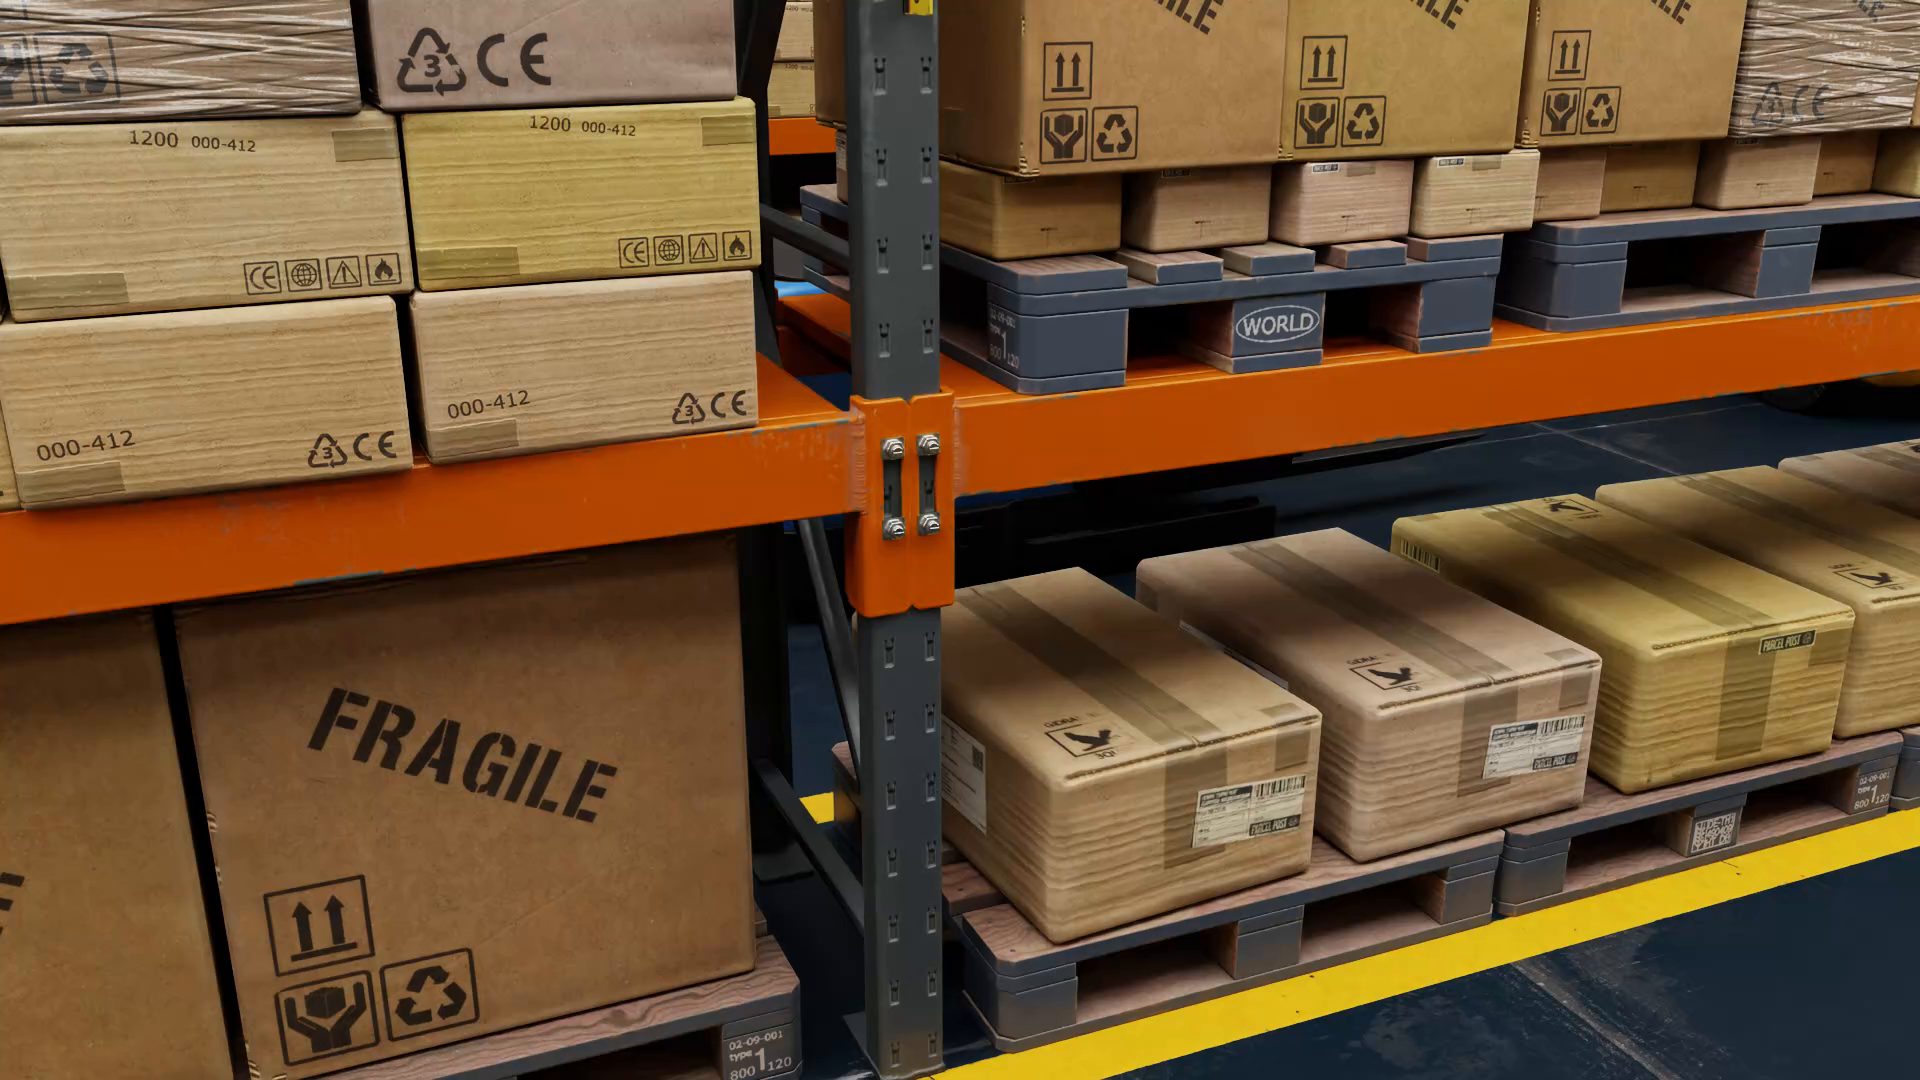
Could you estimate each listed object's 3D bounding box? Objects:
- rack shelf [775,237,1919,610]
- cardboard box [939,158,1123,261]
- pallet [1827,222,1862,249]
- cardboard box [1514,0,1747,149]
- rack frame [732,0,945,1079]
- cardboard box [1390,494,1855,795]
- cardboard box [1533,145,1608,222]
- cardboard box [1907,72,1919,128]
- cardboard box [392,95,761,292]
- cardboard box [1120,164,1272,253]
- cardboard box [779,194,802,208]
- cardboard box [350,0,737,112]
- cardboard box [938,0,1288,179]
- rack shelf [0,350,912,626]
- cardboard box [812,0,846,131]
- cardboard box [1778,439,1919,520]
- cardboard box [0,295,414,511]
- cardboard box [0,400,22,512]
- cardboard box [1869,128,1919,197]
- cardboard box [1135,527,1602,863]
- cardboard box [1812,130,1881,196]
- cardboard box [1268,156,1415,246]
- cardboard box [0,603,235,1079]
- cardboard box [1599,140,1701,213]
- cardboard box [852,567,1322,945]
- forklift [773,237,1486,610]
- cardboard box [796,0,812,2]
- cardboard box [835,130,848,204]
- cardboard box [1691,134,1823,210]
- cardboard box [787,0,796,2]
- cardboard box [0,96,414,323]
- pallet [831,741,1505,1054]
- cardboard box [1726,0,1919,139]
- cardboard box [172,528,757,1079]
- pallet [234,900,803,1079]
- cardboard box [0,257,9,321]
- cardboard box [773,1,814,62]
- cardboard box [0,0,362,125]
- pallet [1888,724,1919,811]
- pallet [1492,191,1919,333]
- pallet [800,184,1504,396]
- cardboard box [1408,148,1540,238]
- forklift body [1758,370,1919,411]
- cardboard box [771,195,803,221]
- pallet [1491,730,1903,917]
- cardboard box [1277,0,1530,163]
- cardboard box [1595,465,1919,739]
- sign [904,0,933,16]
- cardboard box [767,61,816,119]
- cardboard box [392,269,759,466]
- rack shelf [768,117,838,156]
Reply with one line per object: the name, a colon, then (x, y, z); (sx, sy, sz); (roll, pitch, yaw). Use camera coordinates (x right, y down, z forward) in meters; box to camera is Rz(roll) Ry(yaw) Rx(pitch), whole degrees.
rack shelf: (1.552, -0.473, 3.933); (4.000, 0.370, 1.077); (-8, 21, -22)
cardboard box: (0.088, -0.615, 2.999); (0.250, 0.149, 0.380); (-9, 22, -25)
pallet: (2.629, -0.929, 4.434); (1.213, 0.211, 1.003); (-8, 21, -22)
cardboard box: (1.181, -1.066, 3.304); (0.500, 0.500, 0.500); (-8, 21, -21)
rack frame: (-0.284, -0.550, 3.067); (0.127, 3.000, 1.000); (-8, 21, -22)
cardboard box: (1.611, 0.223, 4.197); (0.625, 0.372, 0.950); (-7, 21, -20)
cardboard box: (1.081, -0.750, 3.380); (0.250, 0.149, 0.380); (-7, 21, -19)
cardboard box: (2.124, -1.199, 3.680); (0.500, 0.500, 0.500); (-7, 21, -20)
cardboard box: (-0.628, -0.574, 2.608); (0.500, 0.250, 0.500); (-8, 21, -22)
cardboard box: (0.361, -0.642, 3.076); (0.250, 0.149, 0.380); (-10, 22, -25)
cardboard box: (-0.461, -1.396, 8.413); (0.625, 0.625, 0.875); (-9, 21, -24)
cardboard box: (-0.655, -0.921, 2.464); (0.500, 0.500, 0.500); (-9, 21, -23)
cardboard box: (0.221, -0.924, 2.899); (0.500, 0.500, 0.500); (-9, 21, -23)
rack shelf: (-2.121, 0.053, 2.439); (4.000, 0.370, 1.077); (-8, 21, -22)
cardboard box: (0.023, -1.080, 3.342); (0.500, 0.500, 0.500); (-9, 21, -23)
cardboard box: (2.908, 0.035, 4.730); (0.625, 0.372, 0.950); (-8, 21, -21)
cardboard box: (-1.109, -0.261, 2.473); (0.500, 0.250, 0.500); (-8, 21, -21)
cardboard box: (-1.577, -0.200, 2.299); (0.500, 0.250, 0.500); (-8, 21, -22)
cardboard box: (2.083, -0.874, 3.733); (0.250, 0.149, 0.380); (-8, 21, -22)
cardboard box: (0.913, 0.321, 3.919); (0.625, 0.372, 0.950); (-9, 21, -23)
cardboard box: (1.800, -0.870, 3.724); (0.250, 0.149, 0.380); (-9, 21, -24)
cardboard box: (0.630, -0.664, 3.138); (0.250, 0.149, 0.380); (-10, 22, -25)
cardboard box: (-1.772, 0.436, 2.834); (0.875, 0.875, 0.875); (-8, 21, -21)
cardboard box: (1.325, -0.799, 3.520); (0.250, 0.149, 0.380); (-7, 21, -20)
cardboard box: (0.238, 0.420, 3.636); (0.625, 0.372, 0.950); (-10, 22, -26)
forklift: (0.563, -1.473, 5.791); (3.031, 2.935, 1.130); (-9, 21, -24)
cardboard box: (-0.664, -2.541, 7.595); (0.250, 0.149, 0.380); (-8, 21, -21)
cardboard box: (-0.077, -0.744, 3.365); (0.250, 0.149, 0.380); (-7, 21, -20)
cardboard box: (1.591, -0.813, 3.561); (0.250, 0.149, 0.380); (-7, 21, -20)
cardboard box: (-0.920, -2.526, 7.551); (0.250, 0.149, 0.380); (-8, 21, -21)
cardboard box: (-1.098, -0.505, 2.413); (0.500, 0.250, 0.500); (-9, 21, -23)
pallet: (0.434, 0.663, 3.821); (1.213, 0.211, 1.003); (-8, 21, -22)
cardboard box: (1.643, -1.130, 3.484); (0.500, 0.500, 0.500); (-9, 21, -24)
cardboard box: (-0.951, 0.320, 3.164); (0.875, 0.875, 0.875); (-8, 21, -22)
pallet: (-1.038, 0.846, 3.301); (1.213, 0.211, 1.003); (-8, 21, -22)
cardboard box: (-1.560, -0.431, 2.204); (0.500, 0.250, 0.500); (-9, 21, -23)
cardboard box: (-0.802, -2.341, 7.626); (0.500, 0.250, 0.500); (-9, 21, -23)
cardboard box: (-1.123, -0.851, 2.266); (0.500, 0.500, 0.500); (-8, 21, -21)
pallet: (2.674, 0.342, 4.732); (1.213, 0.211, 1.003); (-8, 21, -22)
pallet: (1.517, -0.732, 3.874); (1.213, 0.211, 1.003); (-8, 21, -22)
pallet: (0.328, -0.585, 3.457); (1.003, 0.211, 1.213); (-8, 21, -22)
cardboard box: (0.891, -0.694, 3.223); (0.250, 0.149, 0.380); (-8, 21, -22)
forklift body: (4.073, -1.909, 8.206); (1.214, 2.155, 2.313); (-8, 21, -22)
cardboard box: (-1.079, -1.307, 8.161); (0.625, 0.625, 0.875); (-7, 21, -20)
pallet: (1.552, 0.504, 4.273); (1.213, 0.211, 1.003); (-8, 21, -22)
cardboard box: (0.696, -0.995, 3.100); (0.500, 0.500, 0.500); (-7, 21, -19)
cardboard box: (2.249, 0.131, 4.458); (0.625, 0.372, 0.950); (-7, 21, -19)
sign: (-0.061, -0.927, 2.395); (0.005, 0.325, 0.100); (-8, 21, -22)
cardboard box: (-0.816, -2.111, 7.726); (0.500, 0.250, 0.500); (-9, 21, -24)
cardboard box: (-0.646, -0.333, 2.678); (0.500, 0.250, 0.500); (-9, 21, -24)
rack shelf: (-0.417, -1.987, 8.231); (4.000, 0.370, 1.077); (-8, 21, -22)
